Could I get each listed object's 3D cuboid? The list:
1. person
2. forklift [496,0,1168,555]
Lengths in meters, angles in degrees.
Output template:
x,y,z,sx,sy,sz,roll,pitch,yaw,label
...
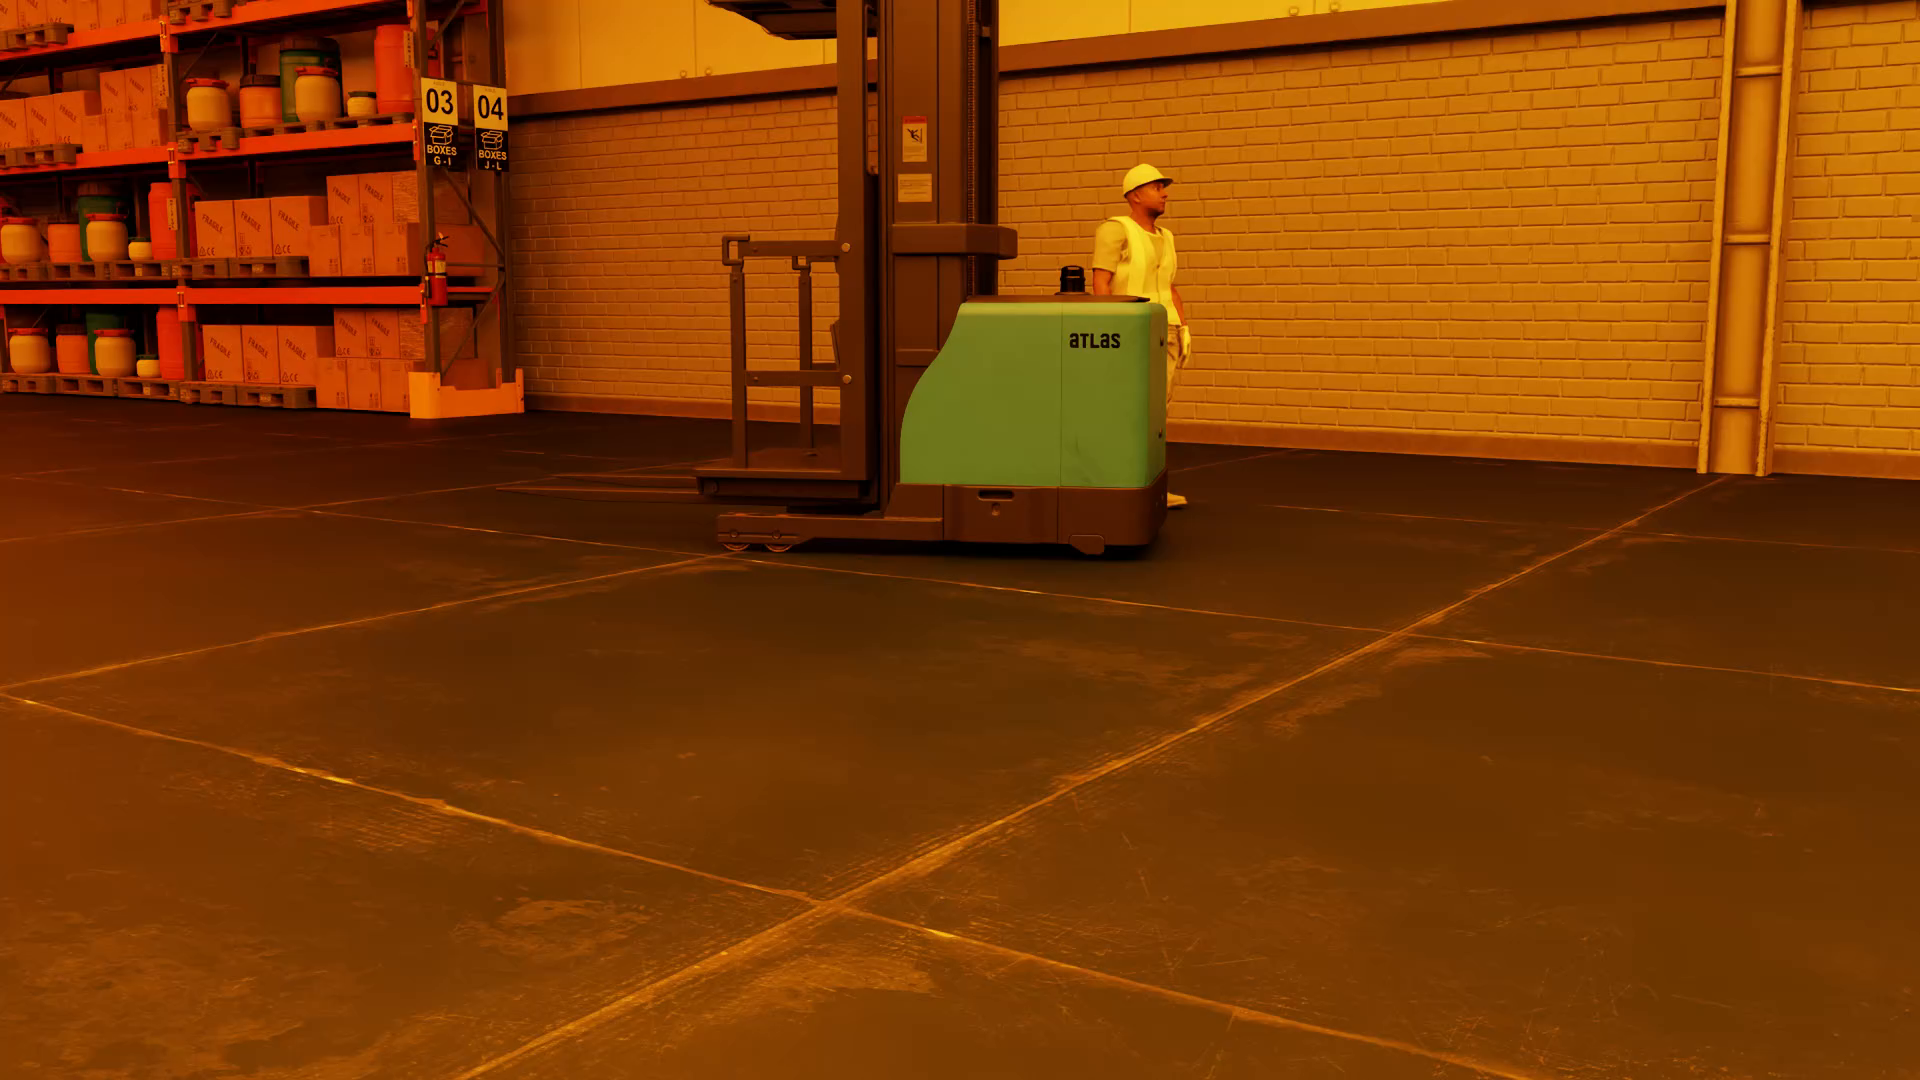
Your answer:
x,y,z,sx,sy,sz,roll,pitch,yaw,label
1.013,-1.057,8.664,0.564,1.786,0.659,8,11,44,person
-0.596,-1.469,7.520,3.031,2.935,1.130,2,8,12,forklift
